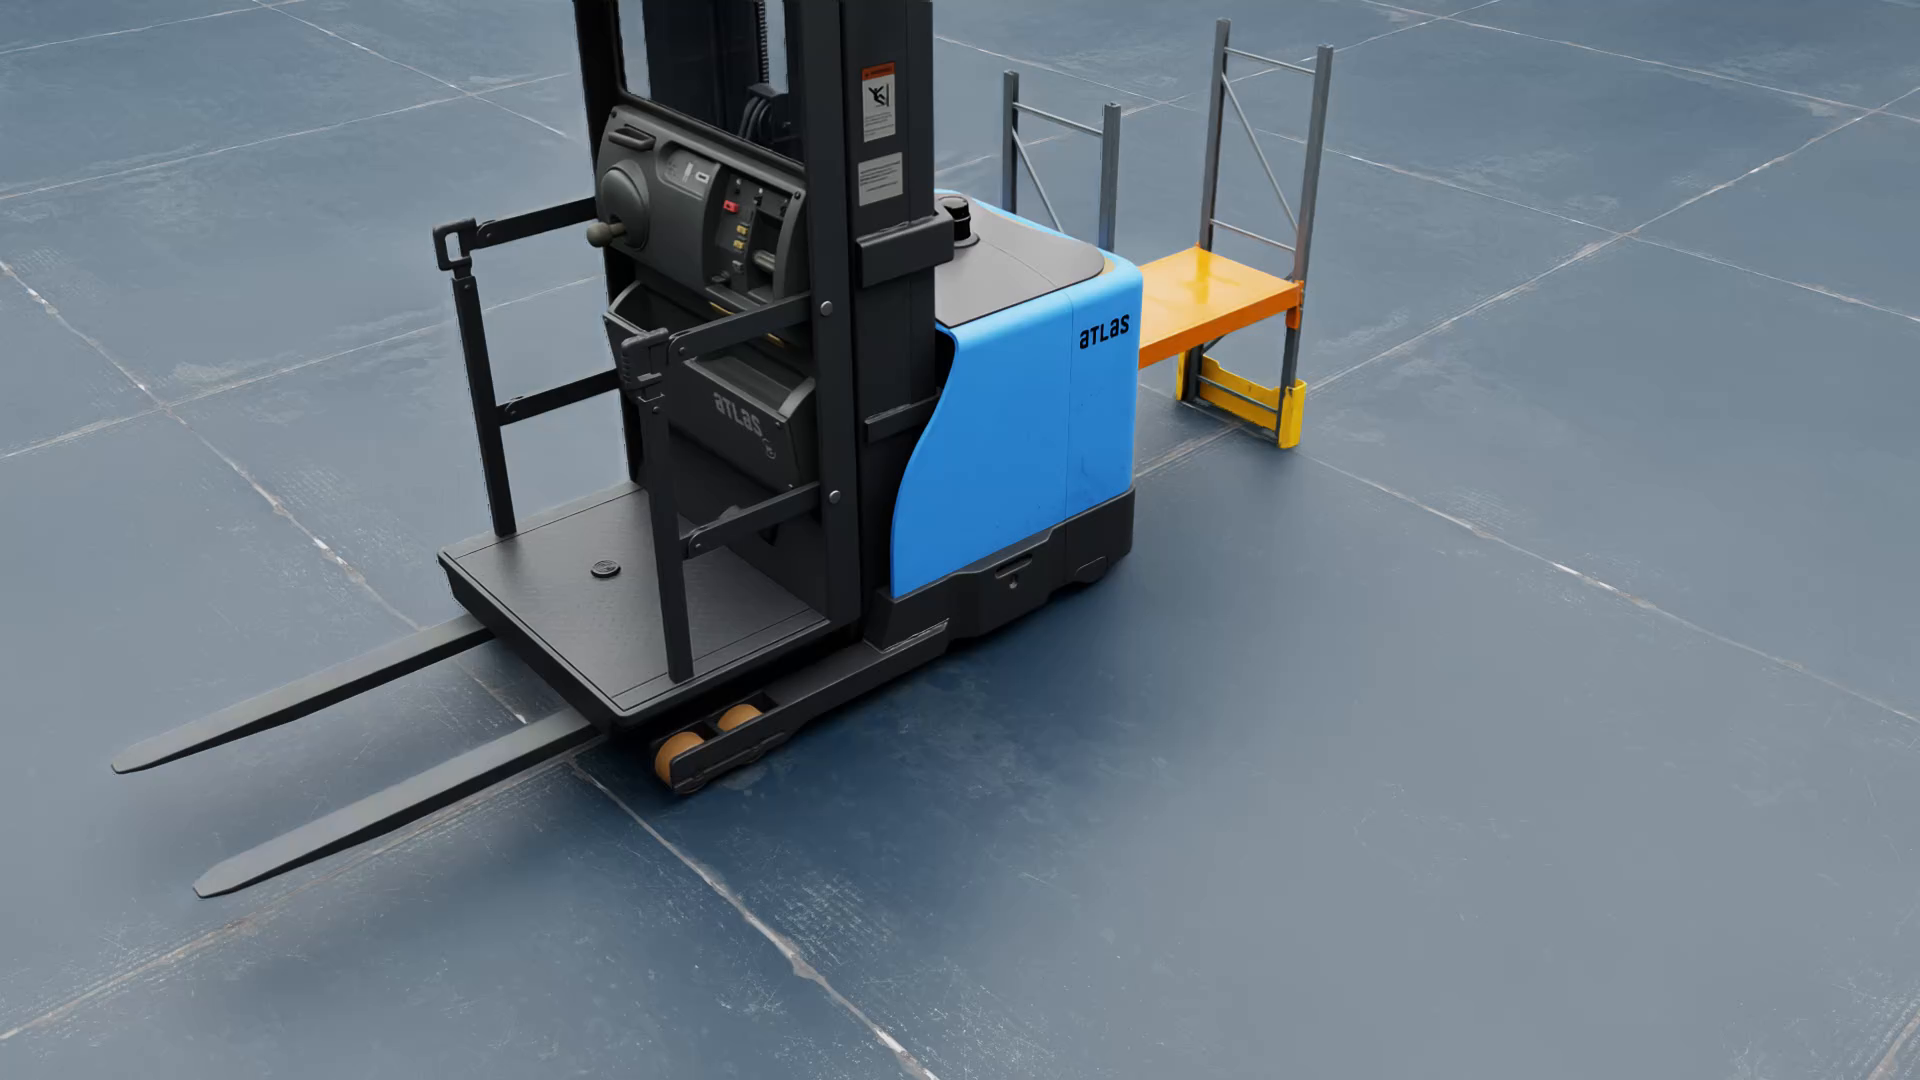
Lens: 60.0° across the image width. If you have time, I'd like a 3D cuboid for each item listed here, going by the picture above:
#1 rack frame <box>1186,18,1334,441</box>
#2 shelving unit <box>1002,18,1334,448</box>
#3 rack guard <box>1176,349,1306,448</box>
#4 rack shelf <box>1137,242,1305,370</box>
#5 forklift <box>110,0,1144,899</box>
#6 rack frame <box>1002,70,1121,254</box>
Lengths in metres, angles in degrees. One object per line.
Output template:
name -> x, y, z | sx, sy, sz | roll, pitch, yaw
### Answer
rack frame -> 1.083, -1.115, 6.135 | 0.032, 1.500, 0.500 | -24, 39, -34
shelving unit -> 0.705, -0.945, 5.857 | 1.083, 1.500, 0.587 | -24, 39, -34
rack guard -> 1.082, -0.581, 6.460 | 0.087, 0.250, 0.587 | -24, 39, -34
rack shelf -> 0.698, -0.788, 5.946 | 1.000, 0.185, 0.538 | -24, 39, -34
forklift -> -0.869, -0.860, 4.346 | 3.031, 2.935, 1.130 | -24, 39, -34
rack frame -> 0.313, -0.768, 5.569 | 0.032, 1.500, 0.500 | -24, 39, -34
